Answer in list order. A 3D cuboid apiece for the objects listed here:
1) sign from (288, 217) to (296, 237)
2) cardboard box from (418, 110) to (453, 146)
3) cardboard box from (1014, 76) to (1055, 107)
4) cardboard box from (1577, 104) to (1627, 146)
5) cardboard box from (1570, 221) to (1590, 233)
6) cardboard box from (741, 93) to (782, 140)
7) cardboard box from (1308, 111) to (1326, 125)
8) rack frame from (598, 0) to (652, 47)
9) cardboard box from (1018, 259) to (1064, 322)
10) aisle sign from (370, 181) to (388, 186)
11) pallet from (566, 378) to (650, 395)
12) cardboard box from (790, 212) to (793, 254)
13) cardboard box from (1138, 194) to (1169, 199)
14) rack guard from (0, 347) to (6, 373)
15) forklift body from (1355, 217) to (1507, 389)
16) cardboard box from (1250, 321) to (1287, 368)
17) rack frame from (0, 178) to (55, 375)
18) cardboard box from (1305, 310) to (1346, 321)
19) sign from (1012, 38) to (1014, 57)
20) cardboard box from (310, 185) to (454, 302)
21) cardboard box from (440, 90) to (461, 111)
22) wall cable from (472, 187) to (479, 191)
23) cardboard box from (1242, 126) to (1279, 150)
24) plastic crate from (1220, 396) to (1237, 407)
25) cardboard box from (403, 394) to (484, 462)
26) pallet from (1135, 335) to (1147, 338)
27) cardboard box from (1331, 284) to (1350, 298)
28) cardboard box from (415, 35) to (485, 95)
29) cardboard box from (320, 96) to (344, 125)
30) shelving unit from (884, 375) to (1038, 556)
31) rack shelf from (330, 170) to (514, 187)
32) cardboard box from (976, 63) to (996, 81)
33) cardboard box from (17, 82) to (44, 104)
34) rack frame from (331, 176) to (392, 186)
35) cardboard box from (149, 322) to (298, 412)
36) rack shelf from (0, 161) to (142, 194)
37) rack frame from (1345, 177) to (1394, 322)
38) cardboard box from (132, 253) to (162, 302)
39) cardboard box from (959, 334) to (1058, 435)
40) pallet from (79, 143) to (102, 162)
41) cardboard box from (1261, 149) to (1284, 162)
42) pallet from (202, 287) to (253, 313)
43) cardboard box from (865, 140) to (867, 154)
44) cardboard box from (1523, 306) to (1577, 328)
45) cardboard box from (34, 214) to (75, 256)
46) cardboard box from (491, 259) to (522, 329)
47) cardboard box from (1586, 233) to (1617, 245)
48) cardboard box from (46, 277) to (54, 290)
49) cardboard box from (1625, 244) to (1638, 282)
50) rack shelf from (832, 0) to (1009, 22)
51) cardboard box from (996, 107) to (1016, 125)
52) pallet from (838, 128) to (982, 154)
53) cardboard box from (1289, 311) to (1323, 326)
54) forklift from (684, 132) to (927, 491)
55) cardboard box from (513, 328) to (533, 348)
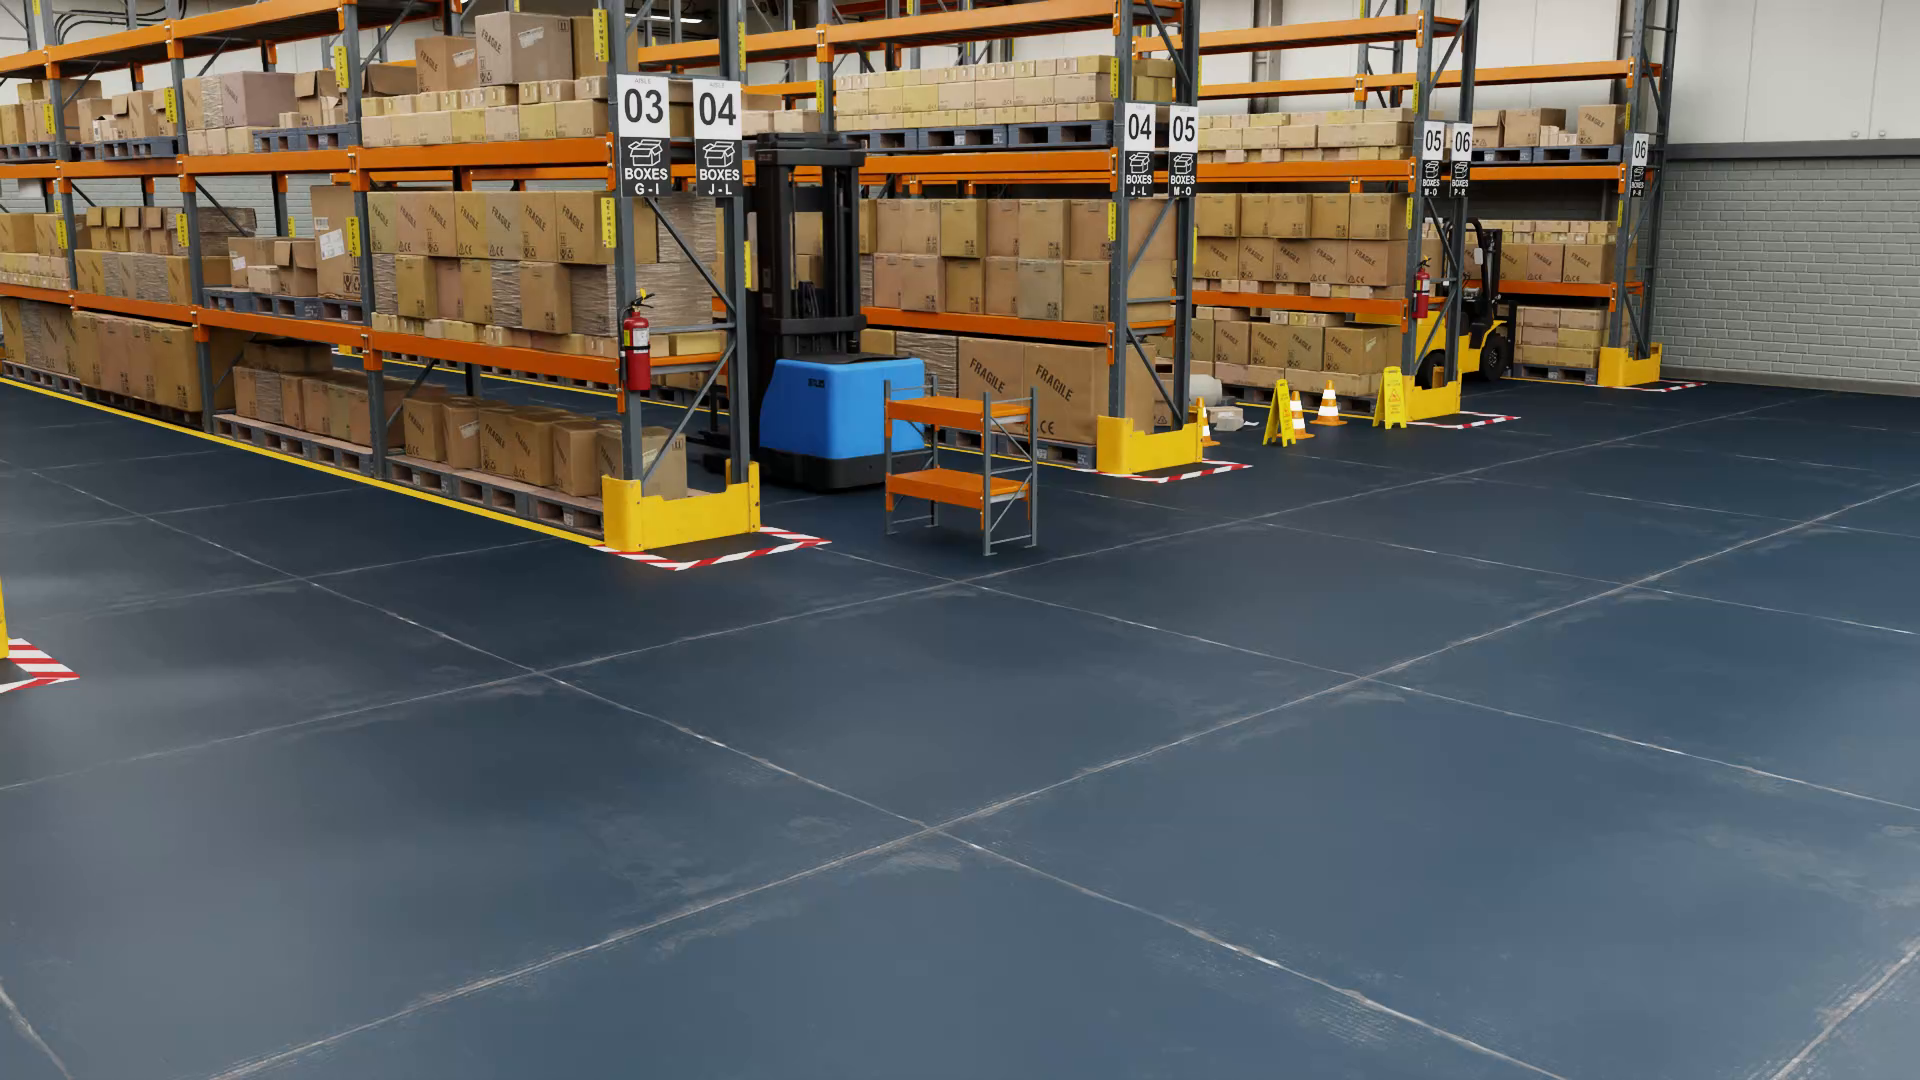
[{"bbox_3d":[-7.073,-3.247,17.566,0.100,0.325,0.005,-11,16,-43],"label":"sign"},{"bbox_3d":[-3.867,-3.202,12.958,0.500,0.250,0.500,11,16,43],"label":"cardboard box"},{"bbox_3d":[0.838,-4.053,15.060,0.500,0.250,0.500,-11,16,-42],"label":"cardboard box"},{"bbox_3d":[8.339,-5.351,21.481,0.500,0.500,0.500,-10,15,-41],"label":"cardboard box"},{"bbox_3d":[8.228,-4.115,21.857,0.380,0.149,0.250,-11,16,-42],"label":"cardboard box"},{"bbox_3d":[-2.399,-4.876,19.177,0.500,0.500,0.500,-11,16,-43],"label":"cardboard box"},{"bbox_3d":[4.145,-4.759,18.789,0.380,0.149,0.250,-11,16,-43],"label":"cardboard box"},{"bbox_3d":[-5.816,-8.129,29.066,1.000,3.000,0.127,-11,16,-43],"label":"rack frame"},{"bbox_3d":[1.038,-2.349,15.510,0.875,0.550,0.550,-11,16,-43],"label":"cardboard box"},{"bbox_3d":[-9.160,-5.812,26.244,0.394,0.787,0.004,-11,16,-43],"label":"aisle sign"},{"bbox_3d":[-4.340,-2.067,21.421,1.003,0.211,1.213,-11,16,-43],"label":"pallet"},{"bbox_3d":[-1.743,-3.420,18.351,0.700,0.500,0.500,-11,16,-43],"label":"cardboard box"},{"bbox_3d":[2.618,-4.029,20.571,0.700,0.500,0.500,-11,16,-43],"label":"cardboard box"},{"bbox_3d":[-13.000,-2.589,23.238,1.175,0.500,0.348,-11,16,-43],"label":"rack guard"},{"bbox_3d":[6.192,-3.154,21.892,2.313,2.155,1.214,-11,16,-43],"label":"forklift body"},{"bbox_3d":[3.785,-2.313,19.617,0.500,0.500,0.500,11,16,44],"label":"cardboard box"},{"bbox_3d":[-12.984,-3.810,22.968,1.000,3.000,0.127,-11,16,-43],"label":"rack frame"},{"bbox_3d":[5.690,-3.249,25.090,0.875,0.625,0.625,-10,15,-40],"label":"cardboard box"},{"bbox_3d":[0.931,-8.850,29.862,0.100,0.325,0.005,-11,16,-43],"label":"sign"},{"bbox_3d":[-5.144,-2.693,15.023,1.000,1.000,1.000,-11,16,-42],"label":"cardboard box"},{"bbox_3d":[-3.767,-3.374,12.803,0.380,0.149,0.250,-11,16,-44],"label":"cardboard box"},{"bbox_3d":[-9.727,-6.523,33.544,0.585,1.953,0.123,-11,16,-43],"label":"wall cable"},{"bbox_3d":[3.626,-4.656,19.278,0.500,0.250,0.500,-11,16,-42],"label":"cardboard box"},{"bbox_3d":[2.962,-1.666,19.799,0.583,0.080,0.402,6,13,26],"label":"plastic crate"},{"bbox_3d":[-4.449,-0.976,14.367,0.500,0.500,0.500,11,16,43],"label":"cardboard box"},{"bbox_3d":[2.808,-3.464,28.200,1.003,0.211,1.213,-11,16,-43],"label":"pallet"},{"bbox_3d":[4.403,-2.819,18.783,0.380,0.149,0.250,-11,16,-44],"label":"cardboard box"},{"bbox_3d":[-4.201,-3.937,13.928,0.500,0.500,0.500,11,16,43],"label":"cardboard box"},{"bbox_3d":[-5.418,-3.790,14.735,0.396,0.266,0.258,-10,15,-41],"label":"cardboard box"},{"bbox_3d":[-0.005,-0.552,11.803,0.538,1.125,1.048,-11,16,-43],"label":"shelving unit"},{"bbox_3d":[-7.945,-5.311,24.605,1.077,0.370,4.000,-11,16,-43],"label":"rack shelf"},{"bbox_3d":[0.367,-4.330,15.417,0.380,0.149,0.250,-11,16,-43],"label":"cardboard box"},{"bbox_3d":[-11.596,-5.653,21.090,0.500,0.250,0.500,11,16,43],"label":"cardboard box"},{"bbox_3d":[-9.327,-4.486,26.252,1.000,3.000,0.127,-11,16,-43],"label":"rack frame"},{"bbox_3d":[-7.920,-1.911,17.976,0.875,0.875,1.225,11,16,43],"label":"cardboard box"},{"bbox_3d":[-11.602,-4.634,21.322,1.077,0.370,4.000,-11,16,-43],"label":"rack shelf"},{"bbox_3d":[6.058,-4.131,24.531,1.000,3.000,0.127,-11,16,-43],"label":"rack frame"},{"bbox_3d":[-8.680,-2.877,18.196,0.500,0.500,0.500,11,16,43],"label":"cardboard box"},{"bbox_3d":[0.598,-1.534,16.147,0.875,0.875,0.875,-11,16,-43],"label":"cardboard box"},{"bbox_3d":[-9.552,-4.474,19.235,1.217,0.209,0.805,11,16,43],"label":"pallet"},{"bbox_3d":[3.692,-4.433,19.181,0.380,0.149,0.250,-11,16,-43],"label":"cardboard box"},{"bbox_3d":[-6.890,-2.459,16.888,1.213,0.211,1.003,-11,16,-43],"label":"pallet"},{"bbox_3d":[-1.113,-5.865,24.222,0.500,0.500,0.700,11,16,42],"label":"cardboard box"},{"bbox_3d":[7.920,-2.994,22.304,0.500,0.250,0.500,-11,16,-42],"label":"cardboard box"},{"bbox_3d":[-11.075,-3.769,20.547,0.500,0.500,0.500,-11,16,-42],"label":"cardboard box"},{"bbox_3d":[-3.040,-1.888,12.659,0.875,0.500,0.500,-11,16,-43],"label":"cardboard box"},{"bbox_3d":[8.378,-3.926,21.678,0.380,0.149,0.250,-11,16,-42],"label":"cardboard box"},{"bbox_3d":[-11.024,-3.177,20.519,0.380,0.149,0.250,-11,16,-44],"label":"cardboard box"},{"bbox_3d":[8.679,-3.708,22.226,0.500,0.500,0.500,-10,15,-41],"label":"cardboard box"},{"bbox_3d":[-0.848,-9.805,30.746,1.077,0.370,4.000,-11,16,-43],"label":"rack shelf"},{"bbox_3d":[0.545,-3.901,15.315,0.380,0.149,0.250,-11,16,-43],"label":"cardboard box"},{"bbox_3d":[-0.482,-4.039,16.871,1.003,0.211,1.213,-11,16,-43],"label":"pallet"},{"bbox_3d":[4.018,-2.561,19.217,0.380,0.149,0.250,-11,16,-42],"label":"cardboard box"},{"bbox_3d":[-1.643,-2.076,14.725,1.130,2.935,3.031,-10,15,-41],"label":"forklift"},{"bbox_3d":[-3.156,-1.544,12.596,0.380,0.149,0.250,-11,16,-43],"label":"cardboard box"}]
